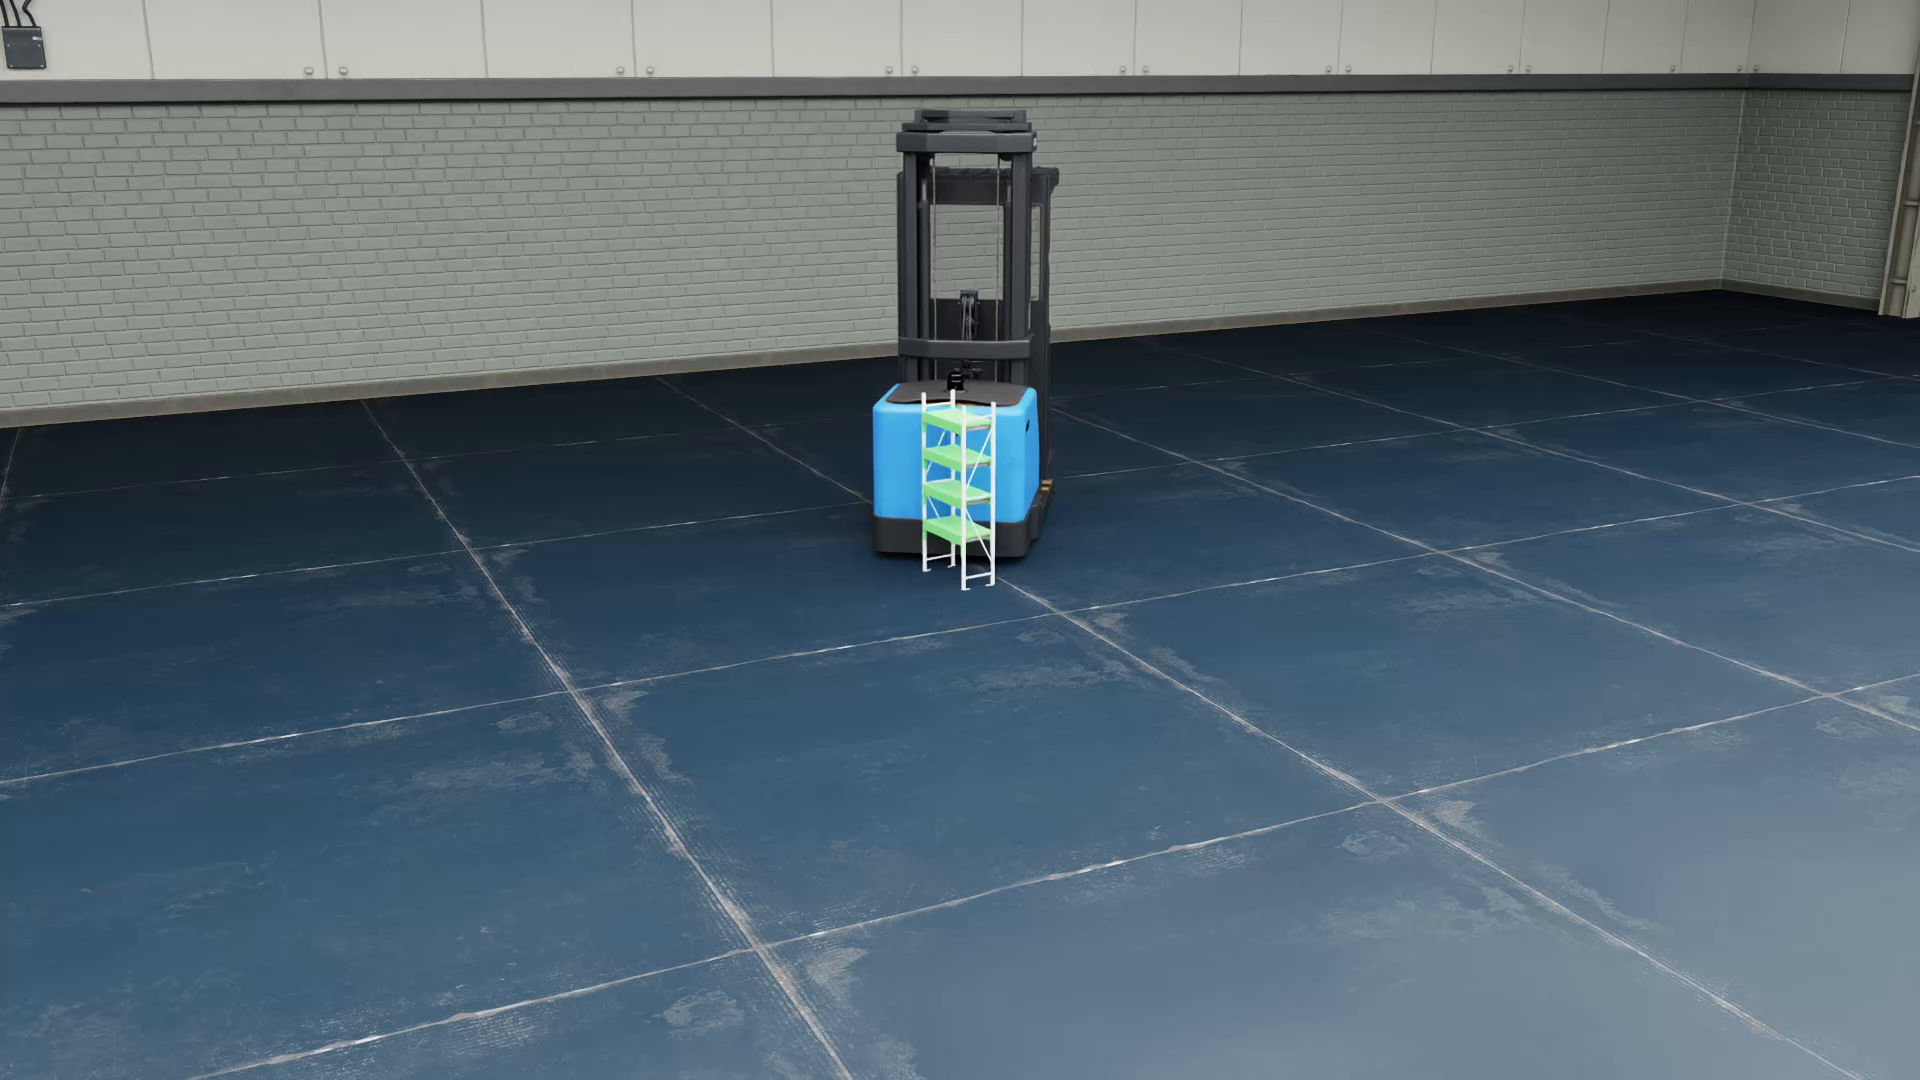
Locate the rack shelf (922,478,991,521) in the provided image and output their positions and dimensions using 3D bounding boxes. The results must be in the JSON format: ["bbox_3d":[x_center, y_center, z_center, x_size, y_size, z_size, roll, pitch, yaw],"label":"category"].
[{"bbox_3d":[-0.013,-0.264,10.726,0.258,0.148,0.480,-10,19,-30],"label":"rack shelf"}]

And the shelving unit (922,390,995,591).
[{"bbox_3d":[-0.013,-0.325,10.708,0.258,1.200,0.503,-10,19,-30],"label":"shelving unit"}]

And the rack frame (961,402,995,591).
[{"bbox_3d":[0.116,-0.268,10.509,0.240,1.200,0.015,-10,19,-30],"label":"rack frame"}]

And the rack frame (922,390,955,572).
[{"bbox_3d":[-0.141,-0.382,10.908,0.240,1.200,0.015,-10,19,-30],"label":"rack frame"}]

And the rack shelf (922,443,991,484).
[{"bbox_3d":[-0.013,-0.494,10.660,0.258,0.148,0.480,-10,19,-30],"label":"rack shelf"}]

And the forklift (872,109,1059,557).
[{"bbox_3d":[0.132,-1.654,12.199,1.130,2.935,3.031,2,16,8],"label":"forklift"}]

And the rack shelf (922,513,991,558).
[{"bbox_3d":[-0.013,-0.033,10.792,0.258,0.148,0.480,-10,19,-30],"label":"rack shelf"}]

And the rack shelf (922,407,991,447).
[{"bbox_3d":[-0.013,-0.725,10.594,0.258,0.148,0.480,-10,19,-30],"label":"rack shelf"}]

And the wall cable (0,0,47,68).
[{"bbox_3d":[-7.350,-7.182,14.298,2.305,6.003,0.169,-8,18,-25],"label":"wall cable"}]

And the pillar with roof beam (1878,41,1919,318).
[{"bbox_3d":[8.657,-6.800,19.133,9.100,9.000,0.400,-8,18,-25],"label":"pillar with roof beam"}]
